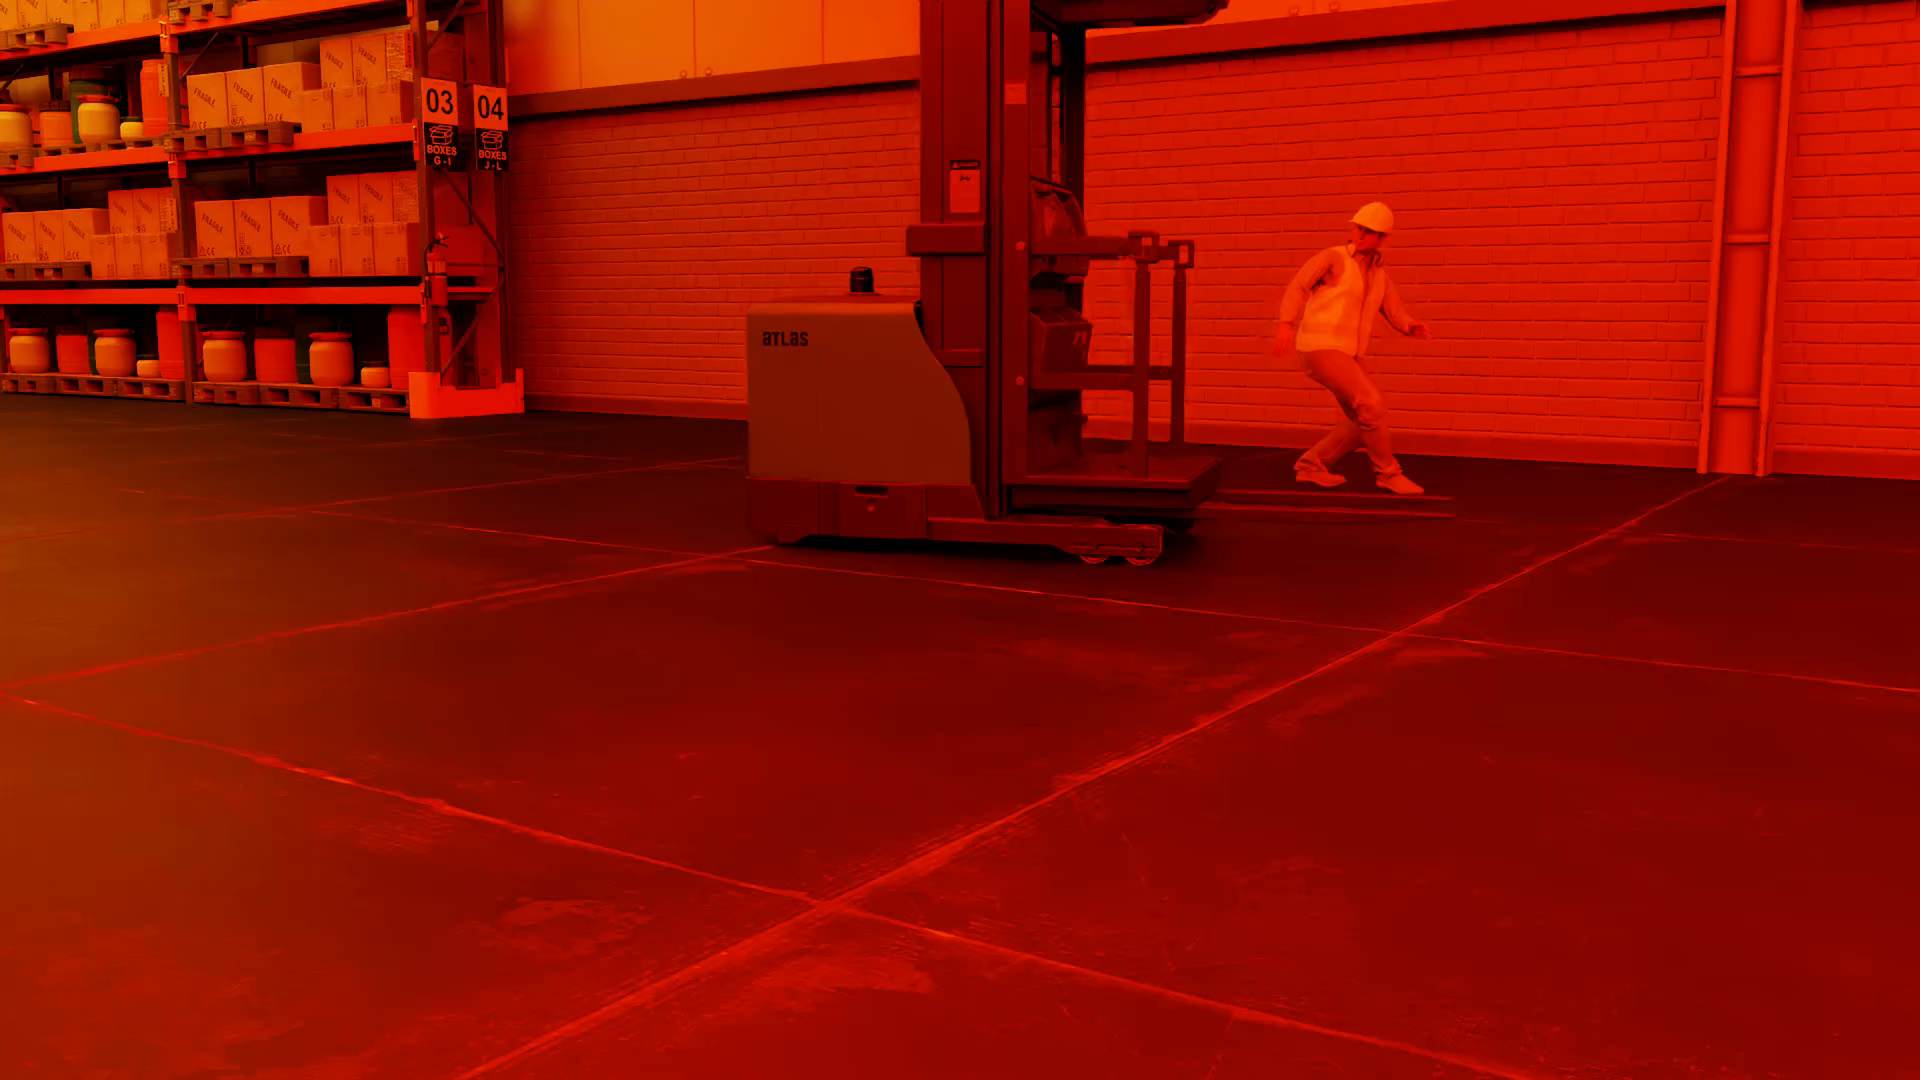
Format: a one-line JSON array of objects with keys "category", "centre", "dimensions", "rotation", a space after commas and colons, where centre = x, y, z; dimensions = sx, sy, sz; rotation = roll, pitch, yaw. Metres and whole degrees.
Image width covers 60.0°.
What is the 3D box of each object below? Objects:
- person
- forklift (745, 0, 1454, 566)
[{"category": "person", "centre": [2.224, -1.067, 9.326], "dimensions": [0.785, 1.637, 0.768], "rotation": [7, 11, 41]}, {"category": "forklift", "centre": [0.622, -1.428, 7.234], "dimensions": [3.031, 2.935, 1.130], "rotation": [2, 8, 16]}]
